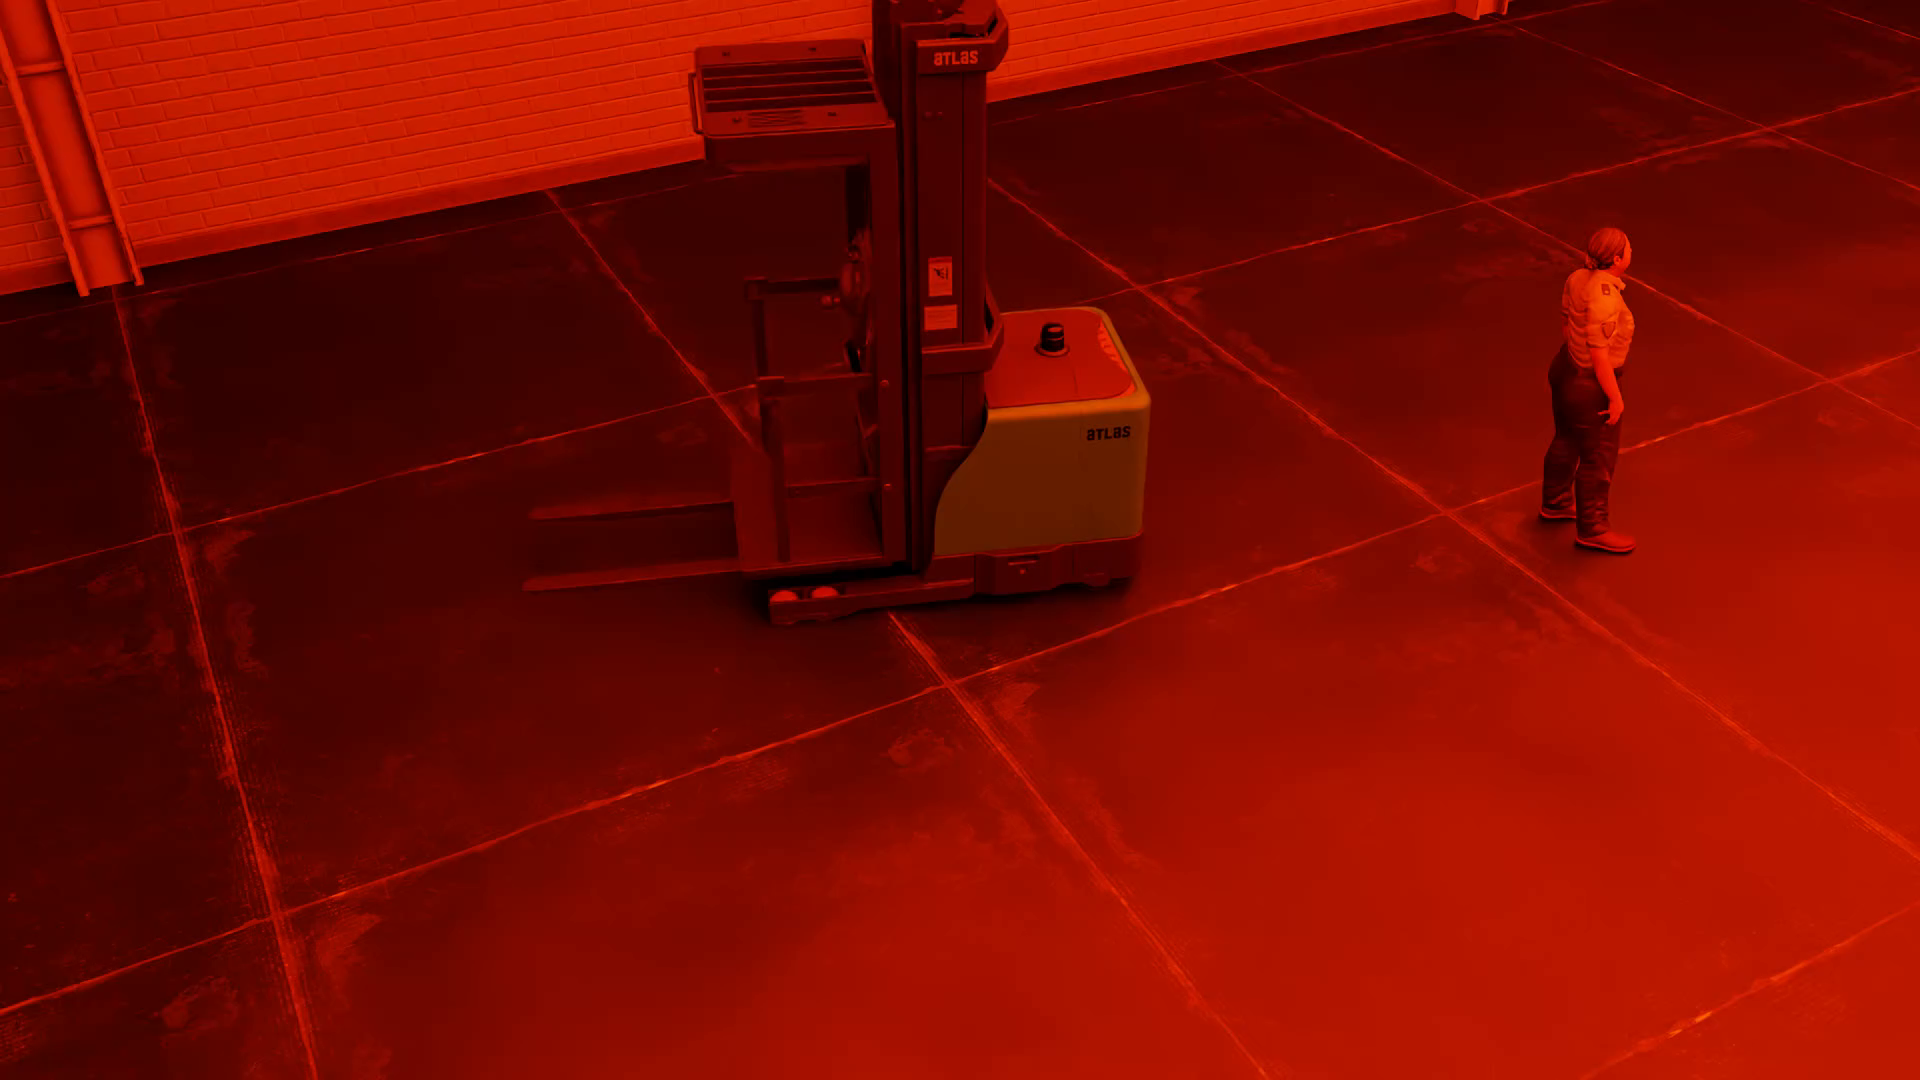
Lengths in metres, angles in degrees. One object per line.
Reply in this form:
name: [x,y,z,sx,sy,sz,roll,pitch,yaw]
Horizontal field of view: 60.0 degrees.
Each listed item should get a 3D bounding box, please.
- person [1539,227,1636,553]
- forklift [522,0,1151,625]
person: [3.230,-0.772,8.316,0.502,1.650,0.598,-1,35,-1]
forklift: [-0.655,-1.112,7.696,3.031,2.935,1.130,-6,36,-8]
